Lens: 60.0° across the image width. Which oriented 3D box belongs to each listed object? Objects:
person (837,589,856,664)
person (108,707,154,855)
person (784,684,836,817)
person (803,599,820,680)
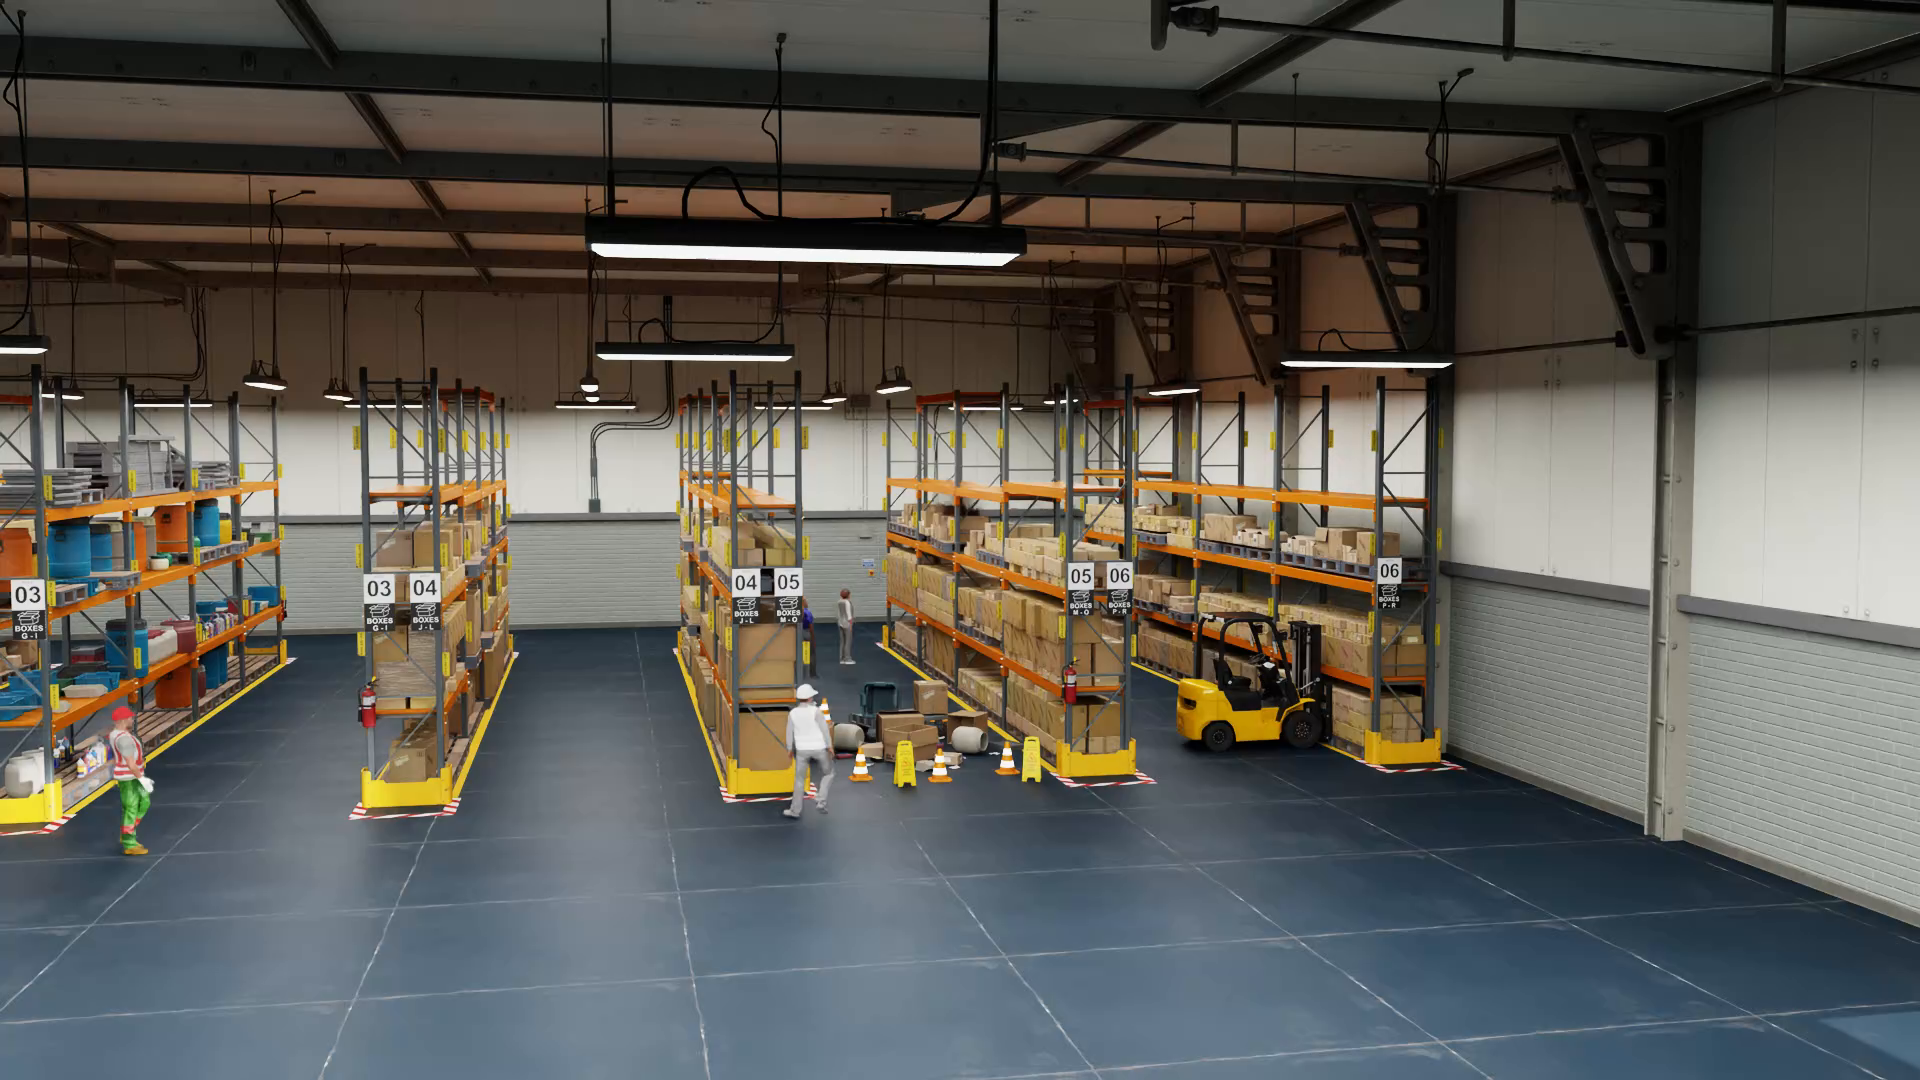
[{"bbox_3d":[-2.407,1.822,35.150,0.336,1.599,0.472,-3,4,-38],"label":"person"},{"bbox_3d":[-10.053,2.910,20.220,0.552,1.801,0.631,-1,3,-13],"label":"person"},{"bbox_3d":[-2.013,2.787,22.101,0.702,1.769,0.406,0,3,4],"label":"person"},{"bbox_3d":[-3.065,1.947,33.032,0.484,1.649,0.558,0,3,7],"label":"person"}]
